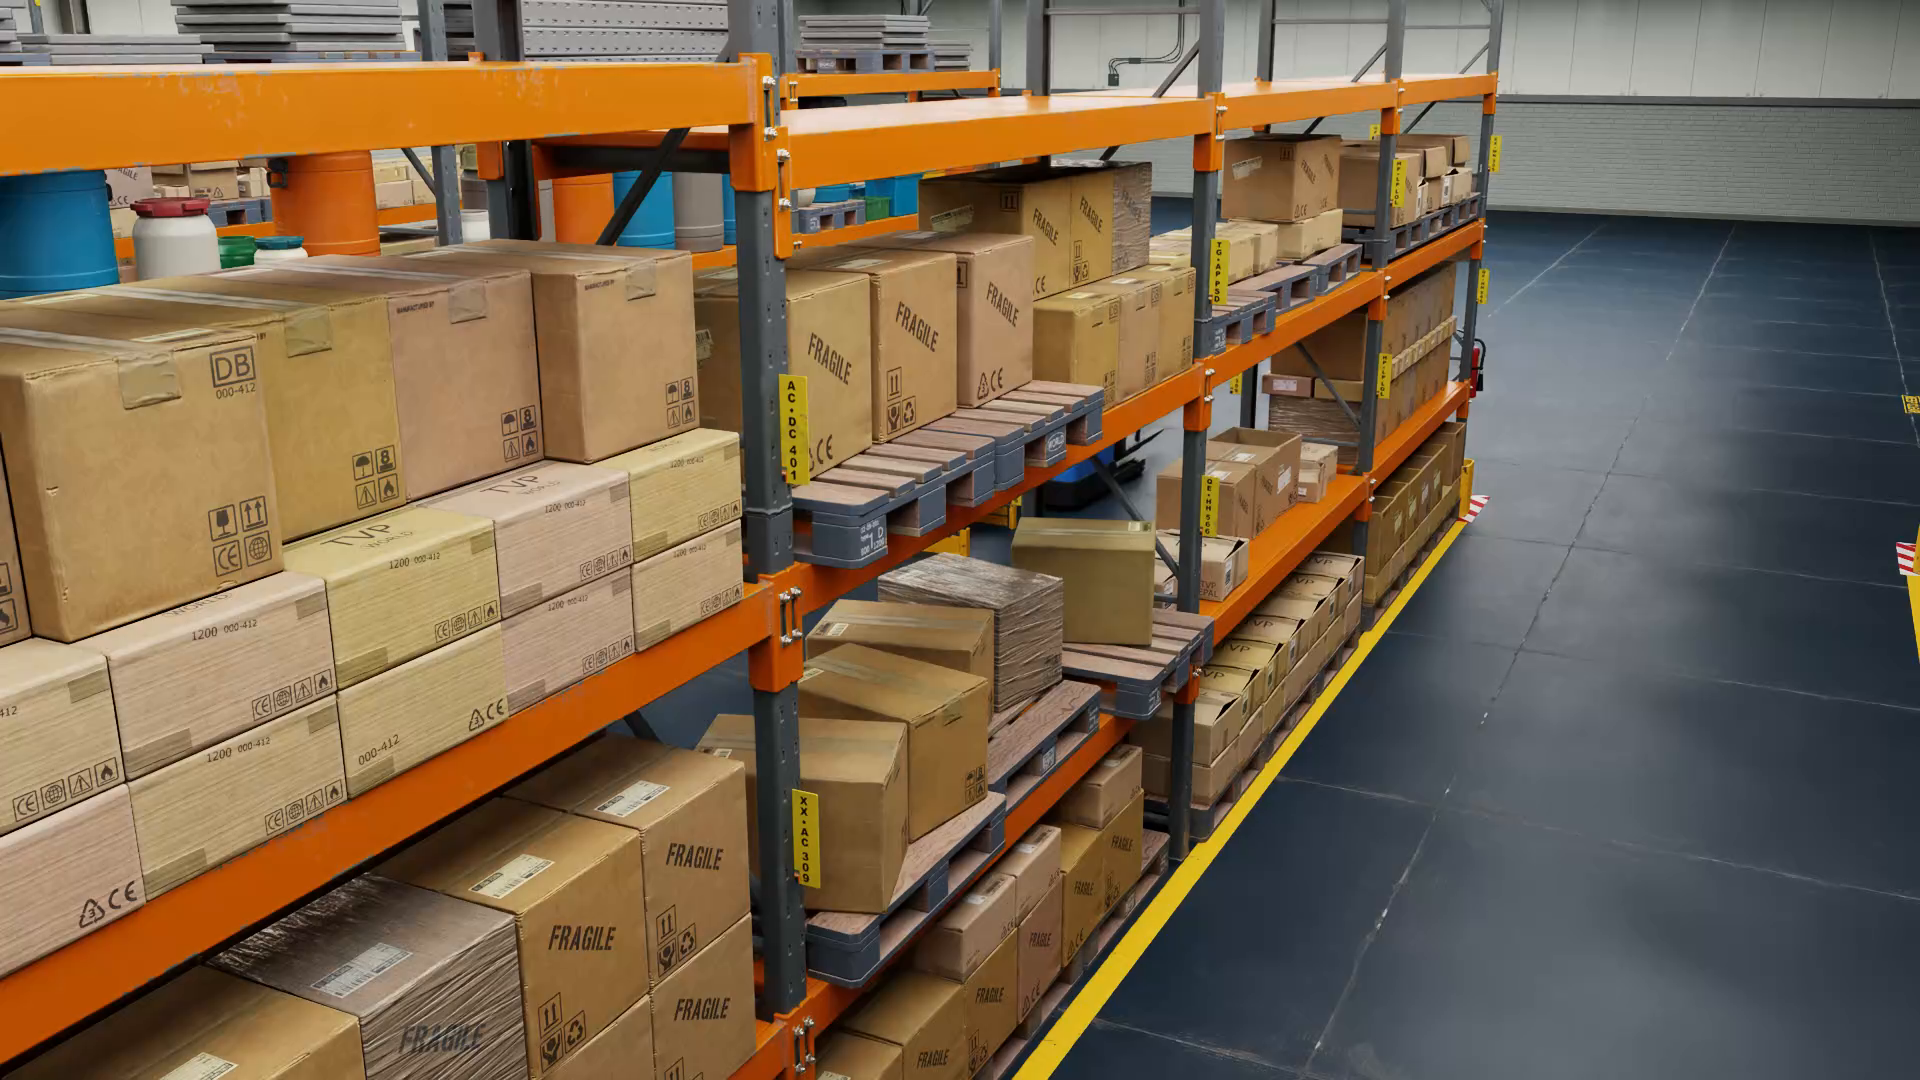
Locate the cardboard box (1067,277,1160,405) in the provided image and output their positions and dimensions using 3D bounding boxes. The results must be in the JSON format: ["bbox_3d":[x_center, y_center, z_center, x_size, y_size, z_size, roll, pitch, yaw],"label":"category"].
[{"bbox_3d":[0.415,-0.964,7.784,0.910,0.500,0.500,8,18,25],"label":"cardboard box"}]

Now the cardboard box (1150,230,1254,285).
[{"bbox_3d":[1.444,-1.694,9.942,0.500,0.250,0.500,8,18,24],"label":"cardboard box"}]

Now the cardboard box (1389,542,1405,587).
[{"bbox_3d":[3.302,0.168,13.508,0.500,0.250,0.500,8,18,25],"label":"cardboard box"}]

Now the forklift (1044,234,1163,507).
[{"bbox_3d":[1.308,-2.100,17.172,1.130,2.935,3.031,8,18,25],"label":"forklift"}]

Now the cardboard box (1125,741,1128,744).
[{"bbox_3d":[0.825,1.228,9.938,0.500,0.250,0.500,9,19,27],"label":"cardboard box"}]

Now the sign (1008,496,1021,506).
[{"bbox_3d":[0.310,-0.348,9.121,0.100,0.325,0.005,8,18,25],"label":"sign"}]

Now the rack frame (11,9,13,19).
[{"bbox_3d":[-10.658,-5.536,18.085,1.000,3.000,0.127,8,18,25],"label":"rack frame"}]

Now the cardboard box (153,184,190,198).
[{"bbox_3d":[-7.014,-3.041,14.624,0.380,0.166,0.250,8,18,24],"label":"cardboard box"}]

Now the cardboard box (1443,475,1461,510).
[{"bbox_3d":[4.407,-0.470,15.657,0.500,0.250,0.500,8,18,25],"label":"cardboard box"}]

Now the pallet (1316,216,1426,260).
[{"bbox_3d":[2.953,-2.358,12.809,1.003,0.211,1.213,8,18,25],"label":"pallet"}]

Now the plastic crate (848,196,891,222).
[{"bbox_3d":[-0.886,-3.077,15.446,0.336,0.188,0.450,8,18,25],"label":"plastic crate"}]

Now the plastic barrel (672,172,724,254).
[{"bbox_3d":[-2.160,-2.728,13.018,0.600,0.901,0.600,0,17,0],"label":"plastic barrel"}]

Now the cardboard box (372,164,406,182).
[{"bbox_3d":[-5.787,-3.681,16.670,0.380,0.149,0.250,7,18,23],"label":"cardboard box"}]

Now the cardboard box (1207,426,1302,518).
[{"bbox_3d":[2.002,-0.463,11.364,0.500,0.500,0.500,10,19,29],"label":"cardboard box"}]

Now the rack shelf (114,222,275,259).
[{"bbox_3d":[-7.159,-2.587,14.688,1.077,0.370,4.000,8,18,25],"label":"rack shelf"}]

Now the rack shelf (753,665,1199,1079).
[{"bbox_3d":[-0.086,1.131,7.438,1.077,0.370,4.000,8,18,25],"label":"rack shelf"}]

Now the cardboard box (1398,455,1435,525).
[{"bbox_3d":[3.751,-0.446,14.257,0.500,0.500,0.500,8,18,25],"label":"cardboard box"}]

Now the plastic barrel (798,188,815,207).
[{"bbox_3d":[-1.466,-3.151,14.389,0.421,0.512,0.421,0,17,0],"label":"plastic barrel"}]

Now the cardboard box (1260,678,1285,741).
[{"bbox_3d":[1.755,1.036,10.586,0.500,0.250,0.500,8,18,24],"label":"cardboard box"}]

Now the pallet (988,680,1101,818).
[{"bbox_3d":[-0.057,0.864,7.409,1.003,0.211,1.213,8,18,25],"label":"pallet"}]

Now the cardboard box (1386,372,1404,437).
[{"bbox_3d":[3.245,-1.167,13.734,0.700,0.500,0.500,8,18,26],"label":"cardboard box"}]

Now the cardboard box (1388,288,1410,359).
[{"bbox_3d":[3.237,-1.782,13.529,0.700,0.500,0.500,8,18,25],"label":"cardboard box"}]

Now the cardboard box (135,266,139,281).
[{"bbox_3d":[-9.931,-3.093,20.133,0.875,0.550,0.550,8,18,25],"label":"cardboard box"}]

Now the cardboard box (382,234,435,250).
[{"bbox_3d":[-5.615,-2.883,17.235,0.500,0.500,0.500,8,18,25],"label":"cardboard box"}]

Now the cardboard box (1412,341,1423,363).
[{"bbox_3d":[3.691,-1.603,14.065,0.380,0.149,0.250,8,18,25],"label":"cardboard box"}]

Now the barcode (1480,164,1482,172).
[{"bbox_3d":[4.679,-3.339,14.937,0.001,0.075,0.075,8,18,25],"label":"barcode"}]

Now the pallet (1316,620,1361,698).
[{"bbox_3d":[2.301,0.787,12.230,1.003,0.211,1.213,8,18,25],"label":"pallet"}]

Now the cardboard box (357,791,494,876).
[{"bbox_3d":[-1.672,0.984,4.738,0.500,0.500,0.500,7,18,24],"label":"cardboard box"}]

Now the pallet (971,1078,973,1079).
[{"bbox_3d":[-0.650,2.420,6.732,1.003,0.211,1.213,8,18,25],"label":"pallet"}]

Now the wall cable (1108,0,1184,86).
[{"bbox_3d":[5.487,-16.369,48.584,2.305,6.003,0.169,8,18,25],"label":"wall cable"}]

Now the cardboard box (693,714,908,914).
[{"bbox_3d":[-0.568,0.954,5.857,0.700,0.500,0.500,2,17,7],"label":"cardboard box"}]

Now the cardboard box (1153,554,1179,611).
[{"bbox_3d":[1.009,0.232,9.357,0.500,0.311,0.500,9,19,29],"label":"cardboard box"}]

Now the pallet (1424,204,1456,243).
[{"bbox_3d":[3.499,-2.668,13.852,1.003,0.211,1.213,8,18,25],"label":"pallet"}]

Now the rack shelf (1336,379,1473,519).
[{"bbox_3d":[3.489,-0.907,14.299,1.077,0.370,4.000,8,18,25],"label":"rack shelf"}]

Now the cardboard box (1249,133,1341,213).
[{"bbox_3d":[2.284,-2.517,11.397,0.500,0.500,0.500,8,18,26],"label":"cardboard box"}]

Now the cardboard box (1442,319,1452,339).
[{"bbox_3d":[4.266,-1.932,15.171,0.380,0.149,0.250,9,19,27],"label":"cardboard box"}]

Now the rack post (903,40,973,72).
[{"bbox_3d":[-0.499,-4.852,16.660,0.937,0.300,0.954,10,19,31],"label":"rack post"}]

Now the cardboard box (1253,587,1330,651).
[{"bbox_3d":[2.219,0.505,11.387,0.500,0.311,0.500,8,18,25],"label":"cardboard box"}]

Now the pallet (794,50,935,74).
[{"bbox_3d":[-0.947,-4.493,15.605,1.003,0.211,1.213,8,18,25],"label":"pallet"}]

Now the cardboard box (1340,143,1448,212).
[{"bbox_3d":[3.444,-2.902,13.318,0.797,0.503,0.637,10,19,31],"label":"cardboard box"}]

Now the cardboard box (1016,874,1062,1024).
[{"bbox_3d":[0.139,1.798,7.545,0.500,0.500,0.500,7,18,23],"label":"cardboard box"}]

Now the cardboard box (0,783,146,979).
[{"bbox_3d":[-1.853,0.596,2.969,0.500,0.250,0.500,8,18,25],"label":"cardboard box"}]

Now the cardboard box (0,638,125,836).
[{"bbox_3d":[-1.857,0.356,2.900,0.500,0.250,0.500,8,18,25],"label":"cardboard box"}]

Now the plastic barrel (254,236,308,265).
[{"bbox_3d":[-3.970,-1.636,9.727,0.301,0.262,0.301,0,17,0],"label":"plastic barrel"}]

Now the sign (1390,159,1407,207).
[{"bbox_3d":[3.085,-2.512,11.712,0.100,0.325,0.005,8,18,25],"label":"sign"}]

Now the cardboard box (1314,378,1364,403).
[{"bbox_3d":[2.888,-1.145,12.522,0.380,0.149,0.250,8,18,25],"label":"cardboard box"}]

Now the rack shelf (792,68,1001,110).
[{"bbox_3d":[-0.941,-4.222,15.627,1.077,0.370,4.000,8,18,25],"label":"rack shelf"}]

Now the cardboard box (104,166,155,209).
[{"bbox_3d":[-7.164,-3.055,13.946,0.500,0.500,0.500,8,18,24],"label":"cardboard box"}]

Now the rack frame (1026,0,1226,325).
[{"bbox_3d":[0.808,-2.599,8.197,1.000,3.000,0.127,8,18,25],"label":"rack frame"}]

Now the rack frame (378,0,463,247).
[{"bbox_3d":[-3.622,-3.231,10.322,1.000,3.000,0.127,8,18,25],"label":"rack frame"}]

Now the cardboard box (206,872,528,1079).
[{"bbox_3d":[-1.426,1.189,4.047,0.500,0.500,0.500,8,18,26],"label":"cardboard box"}]

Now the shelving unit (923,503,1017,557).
[{"bbox_3d":[0.034,-0.738,15.102,0.587,1.500,1.083,8,18,25],"label":"shelving unit"}]

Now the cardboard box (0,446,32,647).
[{"bbox_3d":[-2.125,-0.042,2.921,0.700,0.500,0.500,8,18,25],"label":"cardboard box"}]

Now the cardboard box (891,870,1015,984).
[{"bbox_3d":[-0.099,1.576,6.975,0.500,0.250,0.500,8,18,25],"label":"cardboard box"}]
